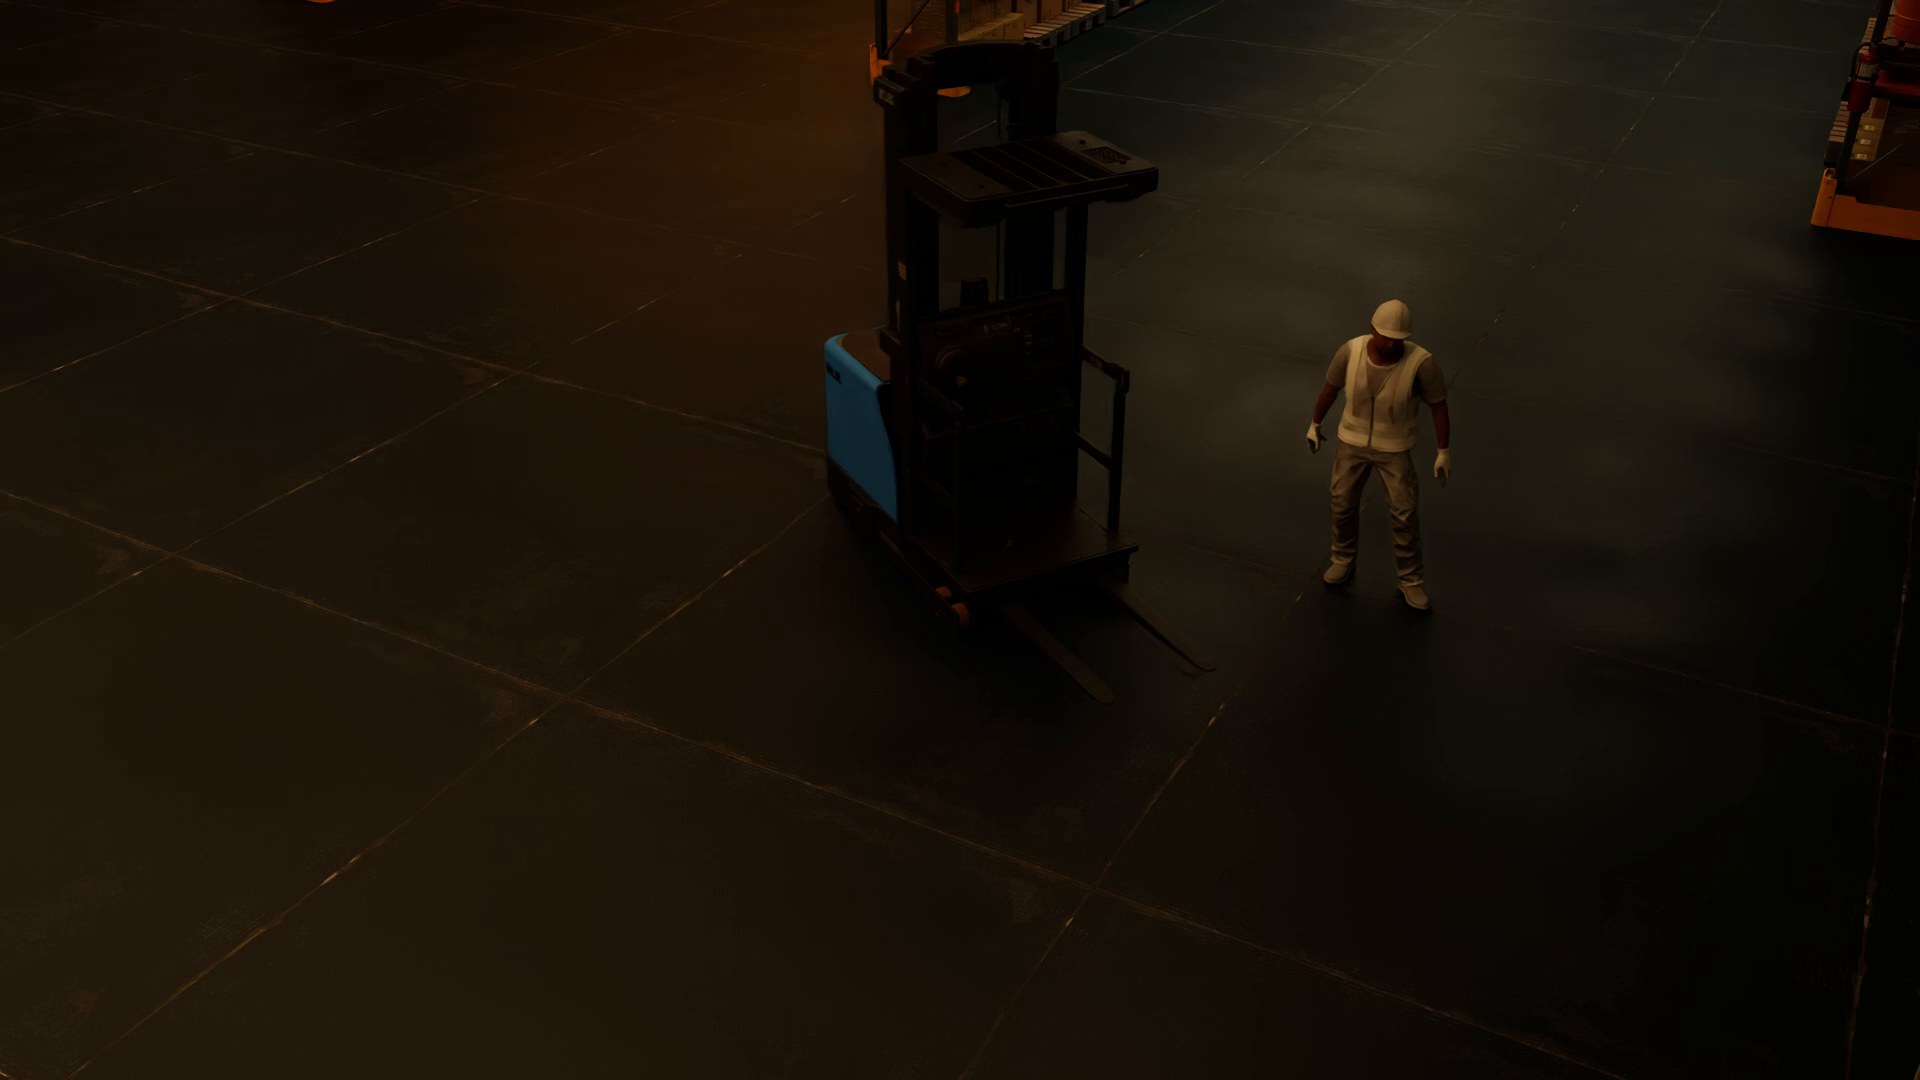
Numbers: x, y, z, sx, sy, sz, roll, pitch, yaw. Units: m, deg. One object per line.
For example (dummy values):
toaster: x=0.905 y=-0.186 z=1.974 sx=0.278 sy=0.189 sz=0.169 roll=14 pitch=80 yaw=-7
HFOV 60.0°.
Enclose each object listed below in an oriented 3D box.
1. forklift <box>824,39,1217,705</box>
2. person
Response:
forklift: x=0.301 y=-1.017 z=8.833 sx=1.130 sy=2.935 sz=3.031 roll=-15 pitch=33 yaw=-24
person: x=2.301 y=-0.509 z=9.136 sx=0.860 sy=1.749 sz=0.432 roll=14 pitch=33 yaw=23
